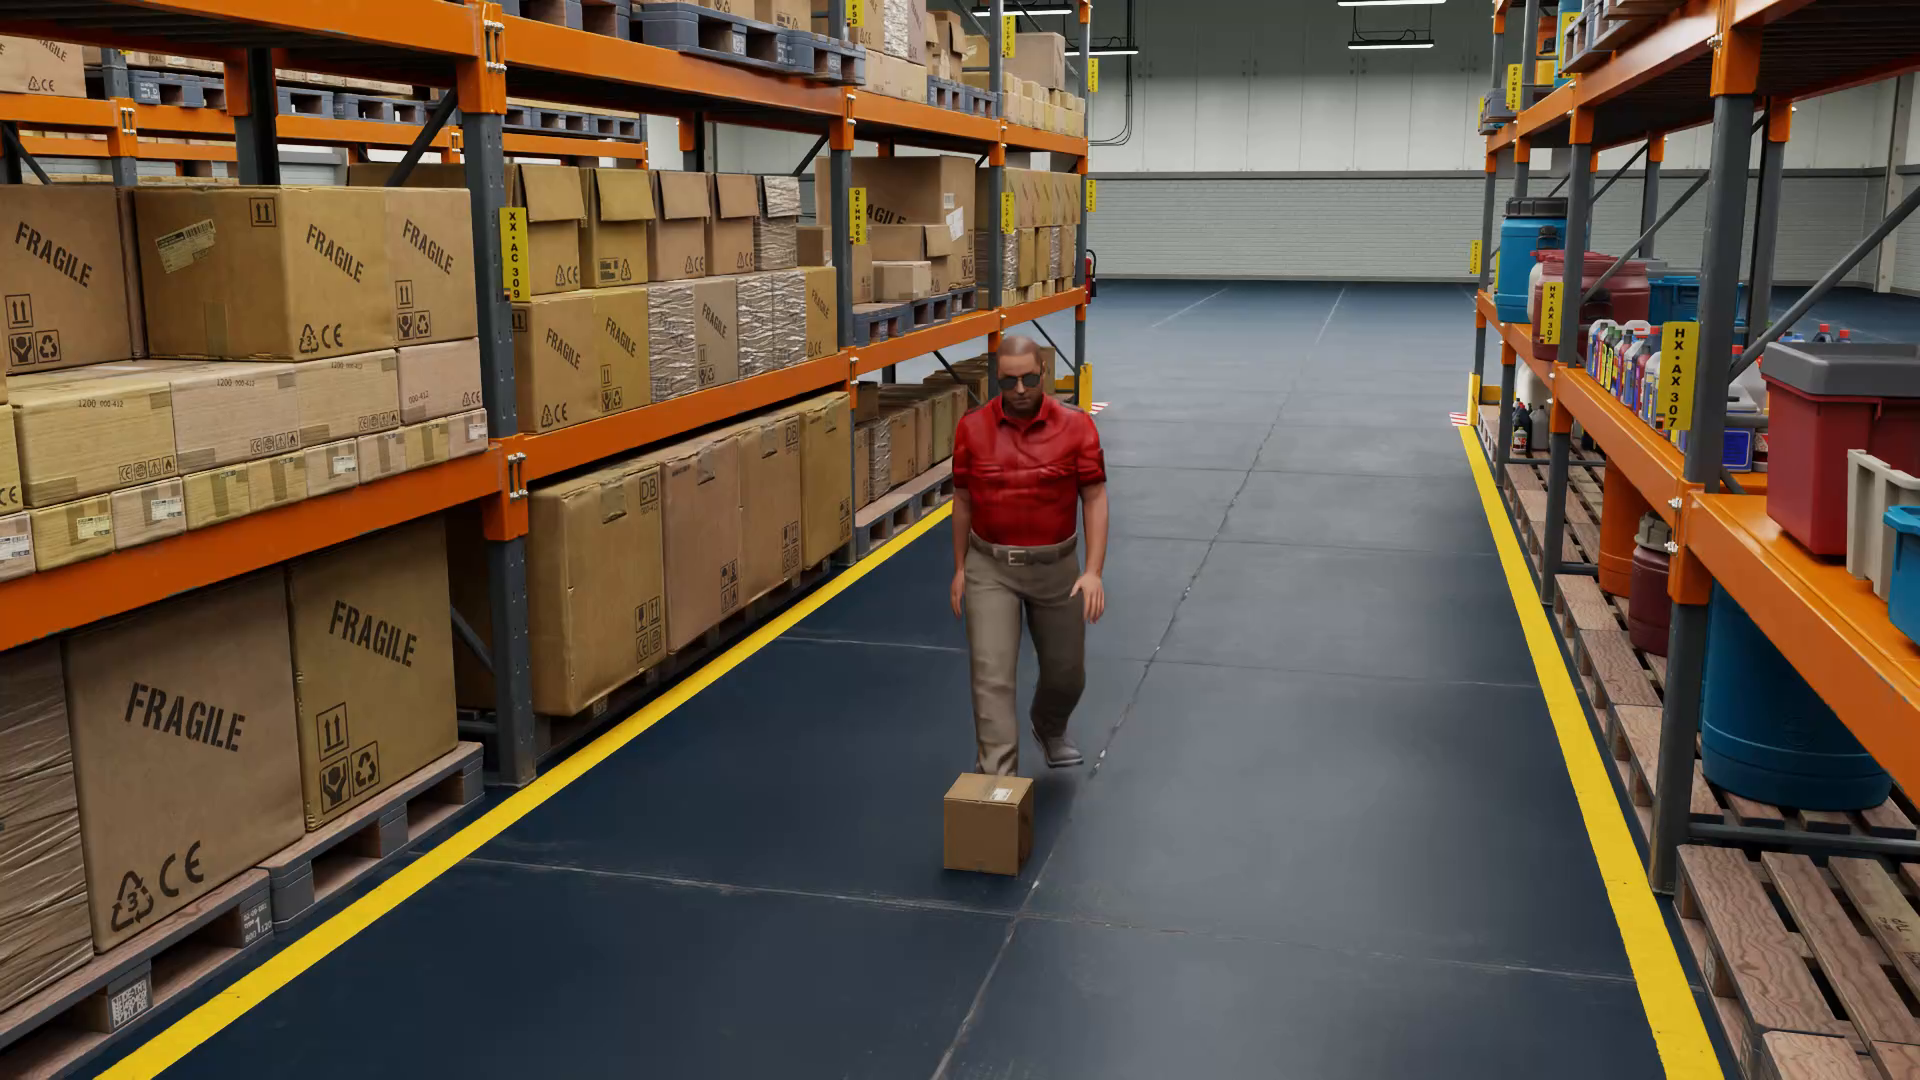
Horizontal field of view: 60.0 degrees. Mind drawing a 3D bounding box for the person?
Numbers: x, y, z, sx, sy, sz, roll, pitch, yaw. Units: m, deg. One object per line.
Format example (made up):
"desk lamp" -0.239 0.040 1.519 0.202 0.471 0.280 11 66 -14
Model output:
"person" 0.240 0.126 5.829 0.555 1.691 0.934 0 11 2
